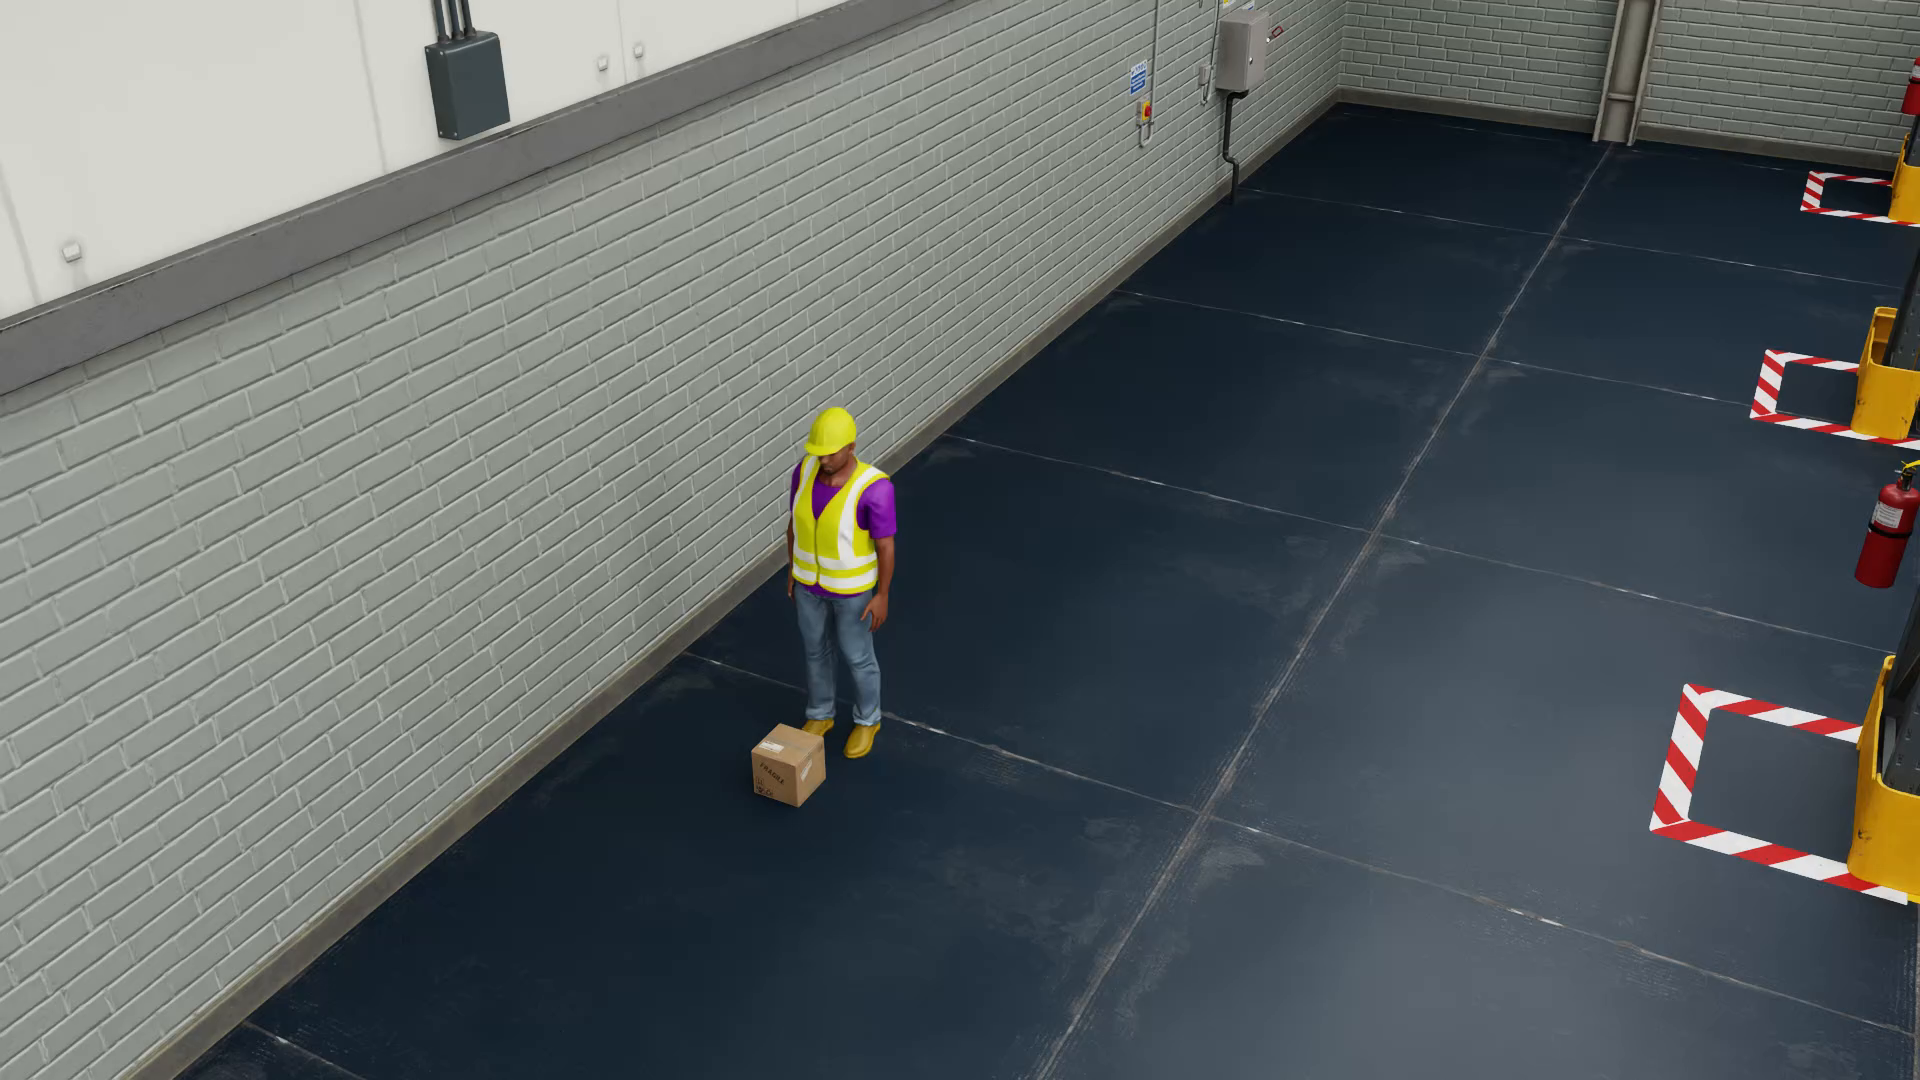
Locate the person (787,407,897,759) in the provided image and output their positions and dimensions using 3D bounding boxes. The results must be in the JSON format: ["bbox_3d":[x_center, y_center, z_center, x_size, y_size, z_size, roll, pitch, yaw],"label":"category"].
[{"bbox_3d":[-0.597,0.218,7.891,0.587,1.782,0.462,15,33,24],"label":"person"}]
